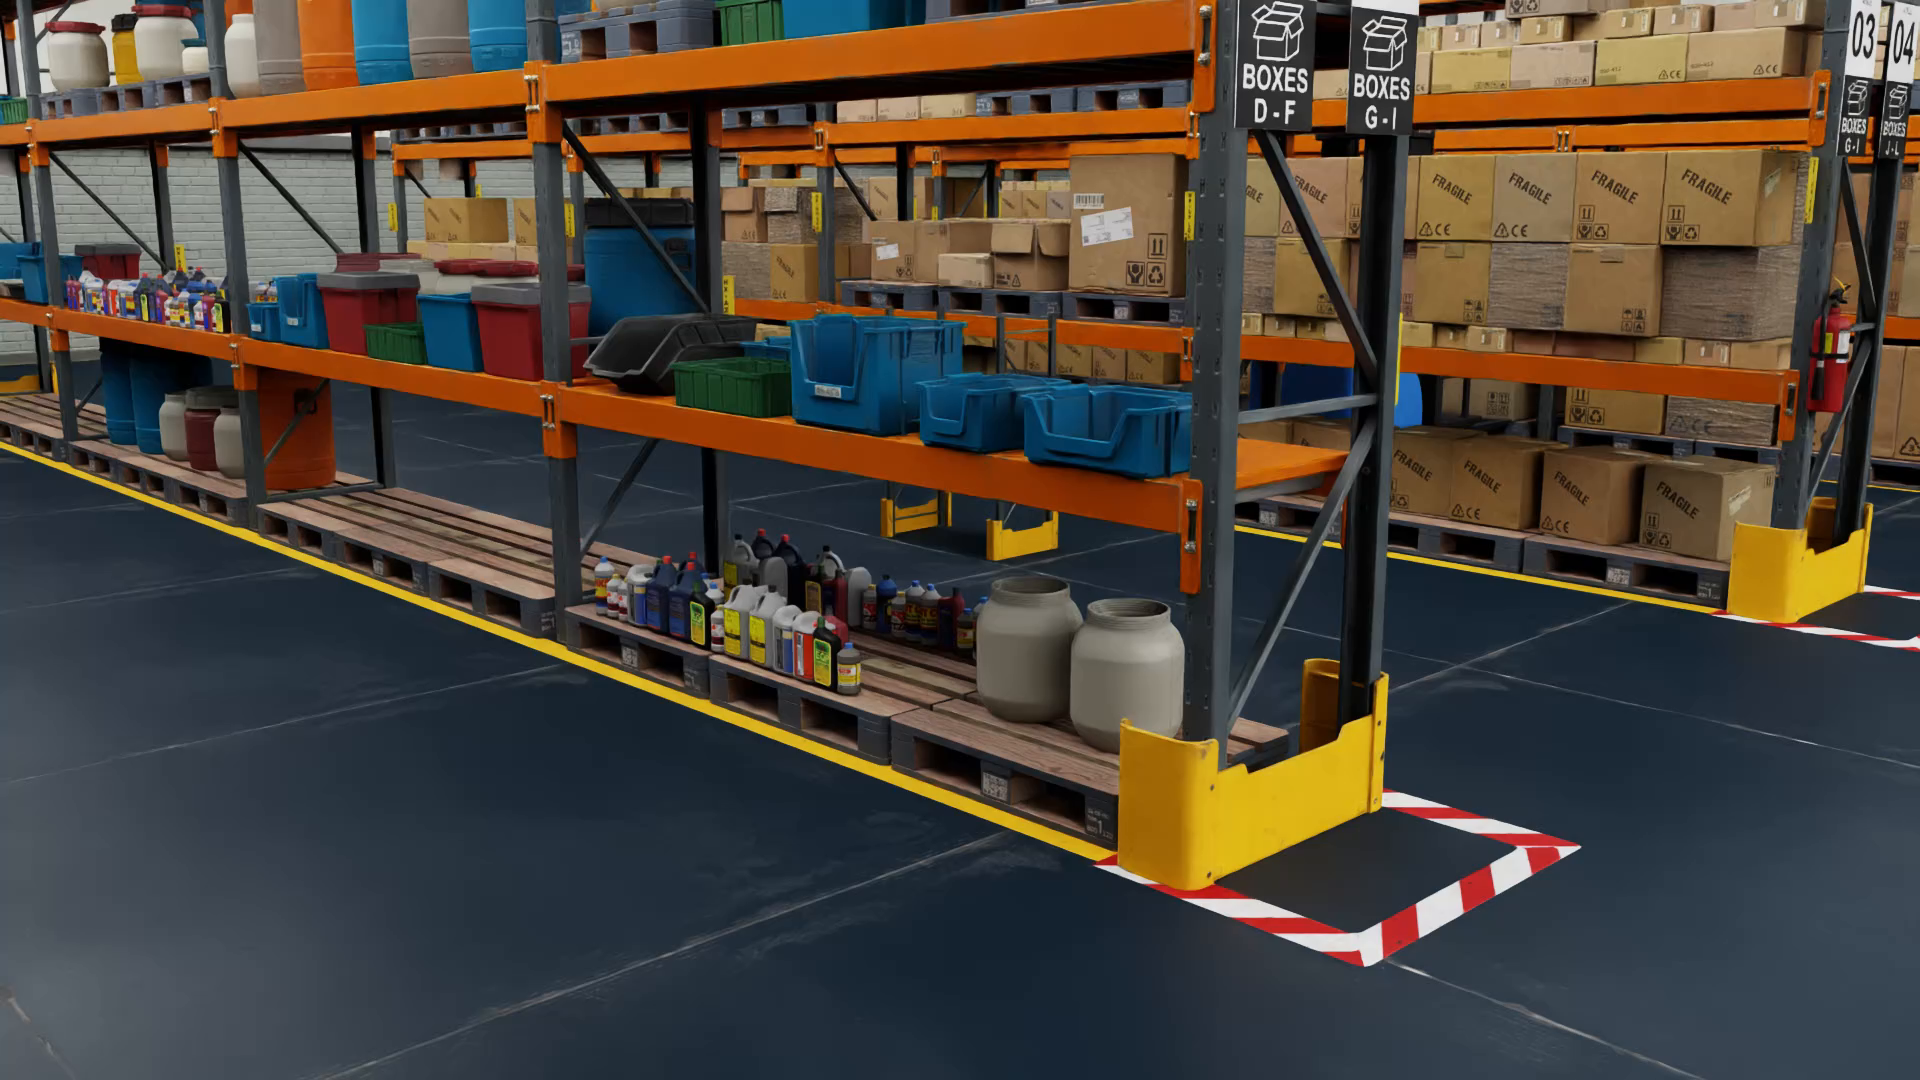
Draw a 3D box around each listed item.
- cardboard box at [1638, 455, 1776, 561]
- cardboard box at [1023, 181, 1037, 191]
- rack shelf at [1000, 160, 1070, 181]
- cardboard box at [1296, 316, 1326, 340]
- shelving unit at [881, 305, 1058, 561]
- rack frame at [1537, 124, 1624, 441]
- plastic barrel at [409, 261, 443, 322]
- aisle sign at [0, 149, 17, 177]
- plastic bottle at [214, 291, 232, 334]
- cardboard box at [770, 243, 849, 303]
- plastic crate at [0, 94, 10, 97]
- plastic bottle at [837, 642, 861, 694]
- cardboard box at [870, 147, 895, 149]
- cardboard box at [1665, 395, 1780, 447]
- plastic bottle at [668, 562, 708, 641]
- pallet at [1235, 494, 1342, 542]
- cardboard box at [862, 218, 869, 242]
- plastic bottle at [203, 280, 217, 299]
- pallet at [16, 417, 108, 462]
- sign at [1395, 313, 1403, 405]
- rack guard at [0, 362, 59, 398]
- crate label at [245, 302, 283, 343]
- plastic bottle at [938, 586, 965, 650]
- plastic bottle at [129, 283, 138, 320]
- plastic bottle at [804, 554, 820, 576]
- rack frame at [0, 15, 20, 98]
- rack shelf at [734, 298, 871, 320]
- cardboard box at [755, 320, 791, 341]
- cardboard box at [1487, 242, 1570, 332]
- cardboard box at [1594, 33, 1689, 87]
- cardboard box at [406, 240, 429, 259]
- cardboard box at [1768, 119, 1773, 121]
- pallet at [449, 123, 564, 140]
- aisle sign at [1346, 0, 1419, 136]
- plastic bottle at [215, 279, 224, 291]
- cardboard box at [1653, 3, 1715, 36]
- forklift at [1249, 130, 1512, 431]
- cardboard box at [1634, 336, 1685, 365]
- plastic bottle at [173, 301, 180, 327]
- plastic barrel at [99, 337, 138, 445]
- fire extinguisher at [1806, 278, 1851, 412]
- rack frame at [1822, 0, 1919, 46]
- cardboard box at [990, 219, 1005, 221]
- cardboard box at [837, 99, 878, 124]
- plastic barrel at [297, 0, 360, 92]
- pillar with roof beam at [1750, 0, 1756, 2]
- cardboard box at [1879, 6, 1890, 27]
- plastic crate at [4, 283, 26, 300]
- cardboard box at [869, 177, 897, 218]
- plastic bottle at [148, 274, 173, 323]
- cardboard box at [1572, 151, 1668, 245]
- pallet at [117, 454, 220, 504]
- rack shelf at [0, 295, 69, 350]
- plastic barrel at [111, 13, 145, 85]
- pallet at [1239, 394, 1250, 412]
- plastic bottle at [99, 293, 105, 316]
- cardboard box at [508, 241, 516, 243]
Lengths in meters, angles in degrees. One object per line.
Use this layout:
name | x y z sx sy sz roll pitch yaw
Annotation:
cardboard box | 4.294 -0.193 9.568 0.500 0.500 0.500 -7 14 -32
cardboard box | 1.205 -5.518 25.927 0.380 0.149 0.250 -10 15 -41
rack shelf | 2.213 -5.659 25.295 1.077 0.370 4.000 -11 16 -43
cardboard box | 2.417 -1.399 10.893 0.380 0.149 0.250 -11 16 -43
shelving unit | 0.053 -0.723 10.706 0.587 1.500 1.083 -11 16 -43
rack frame | 5.608 -2.378 15.022 1.000 3.000 0.127 -11 16 -43
plastic barrel | -3.238 -1.468 10.328 0.421 0.512 0.421 0 12 0
aisle sign | -9.756 -4.088 16.876 0.394 0.787 0.004 -11 16 -43
plastic bottle | -4.981 -1.538 11.232 0.061 0.283 0.133 -11 16 -43
cardboard box | -1.331 -2.372 14.744 0.500 0.500 0.500 -10 15 -41
plastic crate | -9.062 -3.940 15.324 0.504 0.338 0.767 -11 16 -43
plastic bottle | -0.454 0.520 6.797 0.097 0.201 0.097 0 12 0
cardboard box | -0.787 -5.050 20.928 0.500 0.250 0.500 -11 16 -43
cardboard box | 6.617 -1.311 14.065 0.875 0.875 0.875 -11 16 -42
plastic bottle | -1.244 0.273 7.625 0.185 0.351 0.144 11 16 43
pallet | 2.440 -0.243 11.568 1.003 0.211 1.213 -11 16 -43
cardboard box | -1.155 -3.920 21.522 0.500 0.500 0.500 -11 16 -43
plastic bottle | -5.874 -1.903 13.035 0.097 0.271 0.097 0 12 0
pallet | -7.692 -0.915 14.831 1.003 0.211 1.213 -11 16 -43
sign | 1.532 -0.640 5.896 0.100 0.325 0.005 -11 16 -43
rack guard | -9.944 -1.540 17.149 1.175 0.500 0.348 -11 16 -43
crate label | -4.374 -1.400 10.687 0.303 0.233 0.416 -11 16 -43
plastic bottle | -0.039 0.343 7.452 0.061 0.283 0.133 -11 16 -42
plastic bottle | -6.185 -1.792 12.493 0.097 0.271 0.097 0 12 0
plastic bottle | -0.703 0.203 8.134 0.061 0.283 0.133 -10 15 -39
rack frame | -9.918 -5.701 16.283 1.000 3.000 0.127 -11 16 -43
rack shelf | -2.192 -2.225 16.061 1.077 0.370 4.000 -11 16 -43
cardboard box | -1.273 -1.554 15.247 0.875 0.875 1.225 11 16 43
cardboard box | 3.607 -1.532 9.929 0.875 0.500 0.500 -11 16 -43
cardboard box | 3.850 -2.621 9.139 0.500 0.250 0.500 -11 16 -42
cardboard box | -6.200 -3.418 19.701 0.500 0.250 0.500 11 16 44
cardboard box | 9.005 -4.825 18.796 0.500 0.250 0.500 11 16 44
pallet | -4.969 -4.594 18.562 1.003 0.211 1.213 -11 16 -43
aisle sign | 1.393 -1.731 5.440 0.394 0.787 0.004 -11 16 -43
plastic bottle | -5.796 -1.926 13.132 0.152 0.276 0.135 -11 16 -43
cardboard box | 3.933 -2.785 8.946 0.250 0.149 0.380 11 16 43
forklift | 3.780 -2.164 14.151 3.031 2.935 1.130 -11 16 -43
cardboard box | 3.985 -1.074 9.312 0.380 0.149 0.250 -11 16 -43
plastic bottle | -5.543 -1.622 11.842 0.097 0.201 0.097 0 12 0
plastic barrel | -6.792 -1.275 13.828 0.600 0.901 0.708 -11 16 -43
fire extinguisher | 4.459 -0.999 8.520 0.296 0.674 0.183 -11 16 -43
rack frame | 4.713 -4.056 8.300 1.000 3.000 0.127 -11 16 -43
cardboard box | 0.566 -3.684 19.466 0.380 0.149 0.250 -11 16 -43
cardboard box | -0.671 -3.577 13.779 0.500 0.250 0.500 -11 16 -42
plastic barrel | -3.532 -3.029 9.684 0.600 0.830 0.708 -11 16 -43
pillar with roof beam | 8.382 -6.633 20.804 9.100 9.000 0.400 -11 16 -43
cardboard box | 7.015 -3.973 12.688 0.380 0.149 0.250 -11 16 -43
plastic crate | -8.123 -2.200 14.688 0.437 0.125 0.590 -11 16 -43
cardboard box | -0.798 -4.336 21.060 0.500 0.500 0.500 11 16 43
plastic bottle | -5.851 -1.767 12.175 0.144 0.351 0.185 -11 16 -43
cardboard box | 3.805 -1.920 9.337 0.500 0.500 0.500 -11 16 -43
pallet | -5.806 -0.517 12.897 1.003 0.211 1.213 -11 16 -43
rack shelf | -8.537 -2.119 15.545 1.077 0.370 4.000 -11 16 -43
plastic barrel | -6.379 -3.841 13.182 0.600 0.588 0.600 0 12 0
pallet | 3.336 -1.471 17.527 1.003 0.211 1.213 -11 16 -43
plastic bottle | -6.664 -1.859 12.992 0.097 0.201 0.097 0 12 0
cardboard box | -5.108 -3.343 19.340 0.500 0.250 0.500 11 16 43
